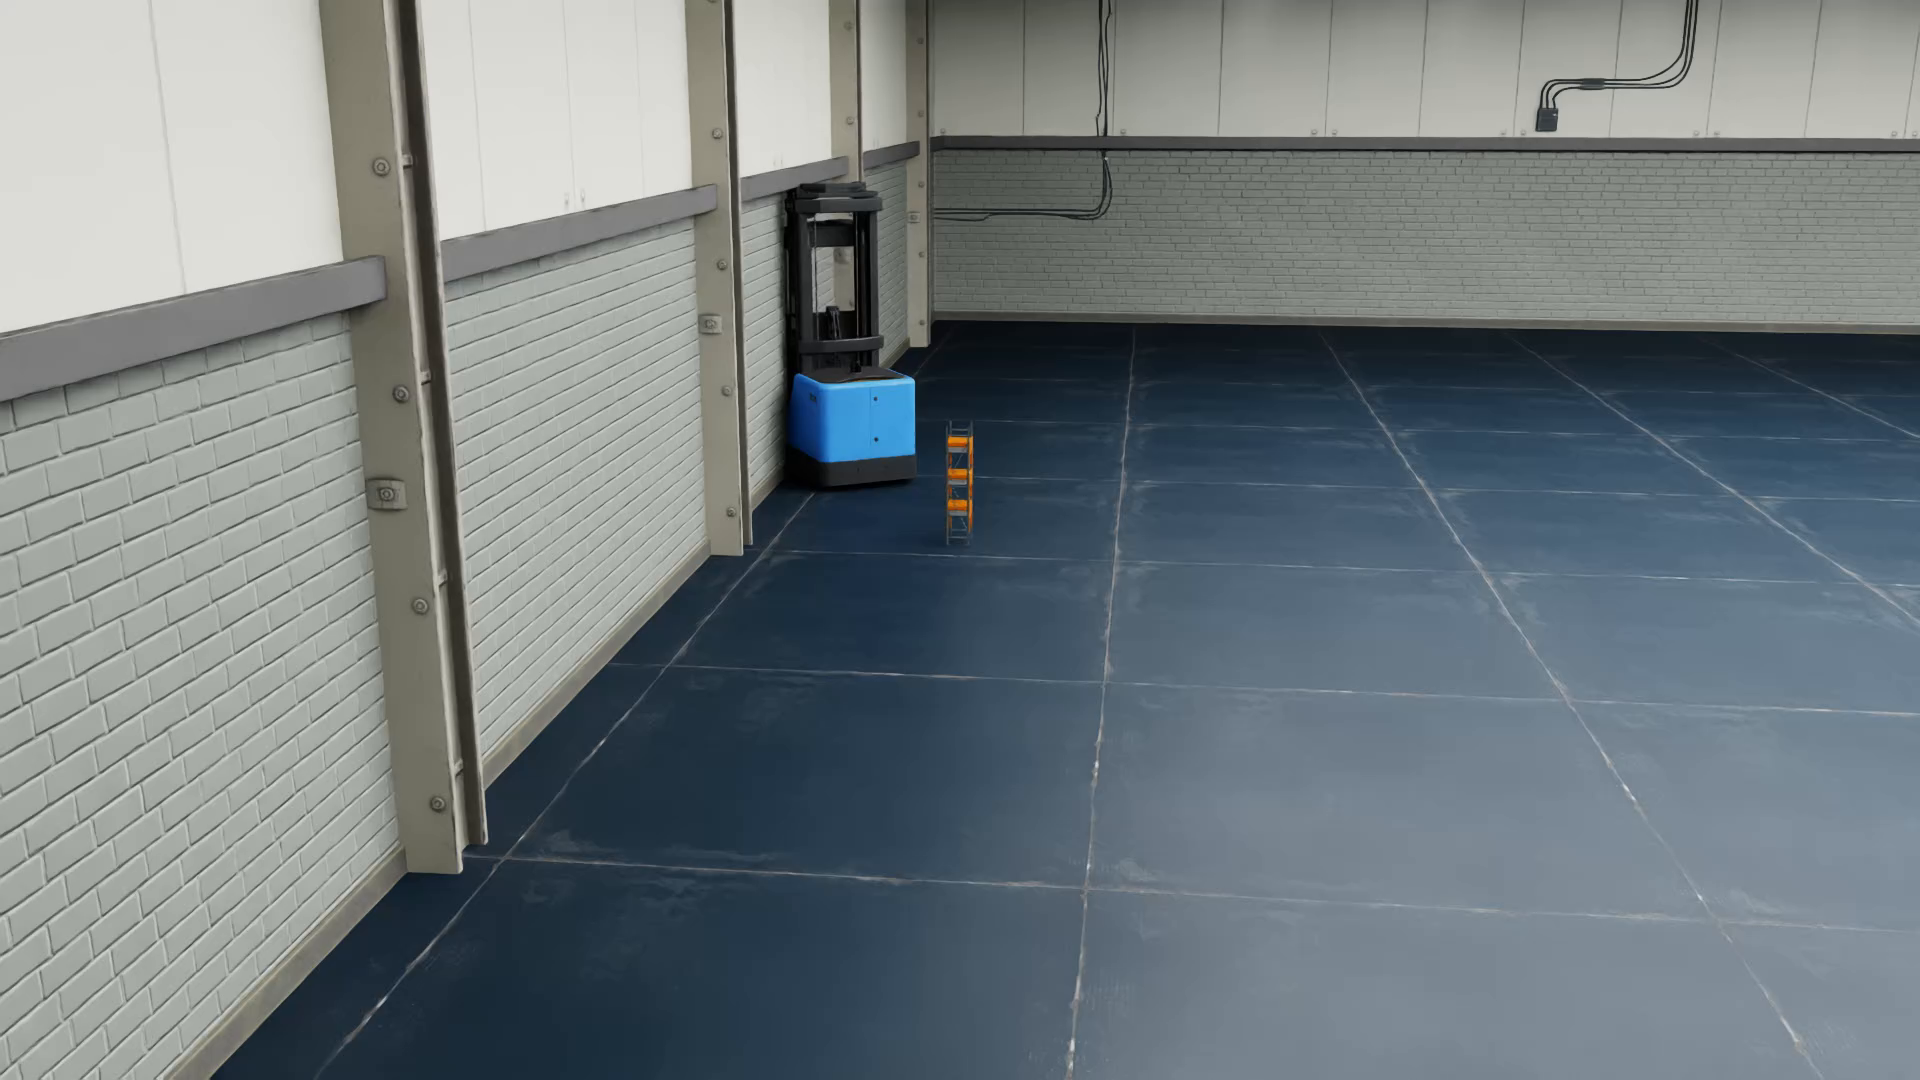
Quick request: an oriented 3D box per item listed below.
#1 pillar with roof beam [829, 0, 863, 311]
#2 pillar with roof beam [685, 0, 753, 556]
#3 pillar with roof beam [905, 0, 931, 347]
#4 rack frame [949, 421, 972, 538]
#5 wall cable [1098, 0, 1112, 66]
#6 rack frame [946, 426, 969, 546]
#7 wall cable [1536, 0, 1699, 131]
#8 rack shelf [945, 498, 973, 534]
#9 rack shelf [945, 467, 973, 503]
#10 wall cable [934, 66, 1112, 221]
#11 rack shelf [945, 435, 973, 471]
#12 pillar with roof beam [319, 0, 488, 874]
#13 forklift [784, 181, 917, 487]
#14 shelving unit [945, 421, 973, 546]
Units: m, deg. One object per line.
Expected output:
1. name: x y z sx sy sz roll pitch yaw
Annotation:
1. pillar with roof beam: 2.966 -5.695 18.483 9.100 9.000 0.400 2 15 6
2. pillar with roof beam: 2.289 -4.139 12.728 9.100 9.000 0.400 2 15 6
3. pillar with roof beam: 3.643 -7.251 24.238 9.100 9.000 0.400 2 15 6
4. rack frame: 0.008 -0.525 14.591 0.200 1.050 0.008 2 15 6
5. wall cable: 3.700 -8.962 26.840 3.097 2.526 0.112 2 15 6
6. rack frame: -0.020 -0.461 14.357 0.200 1.050 0.008 2 15 6
7. wall cable: 10.443 -9.461 25.896 2.305 6.003 0.169 2 15 6
8. rack shelf: -0.006 -0.214 14.549 0.215 0.259 0.240 2 15 6
9. rack shelf: -0.006 -0.483 14.476 0.215 0.259 0.240 2 15 6
10. wall cable: 1.012 -6.604 27.794 3.097 2.526 0.112 2 15 6
11. rack shelf: -0.006 -0.757 14.402 0.215 0.259 0.240 2 15 6
12. pillar with roof beam: 1.612 -2.583 6.973 9.100 9.000 0.400 2 15 6
13. forklift: -1.501 -2.278 17.471 1.130 2.935 3.031 -7 17 -24
14. shelving unit: -0.006 -0.493 14.474 0.215 1.050 0.252 2 15 6
